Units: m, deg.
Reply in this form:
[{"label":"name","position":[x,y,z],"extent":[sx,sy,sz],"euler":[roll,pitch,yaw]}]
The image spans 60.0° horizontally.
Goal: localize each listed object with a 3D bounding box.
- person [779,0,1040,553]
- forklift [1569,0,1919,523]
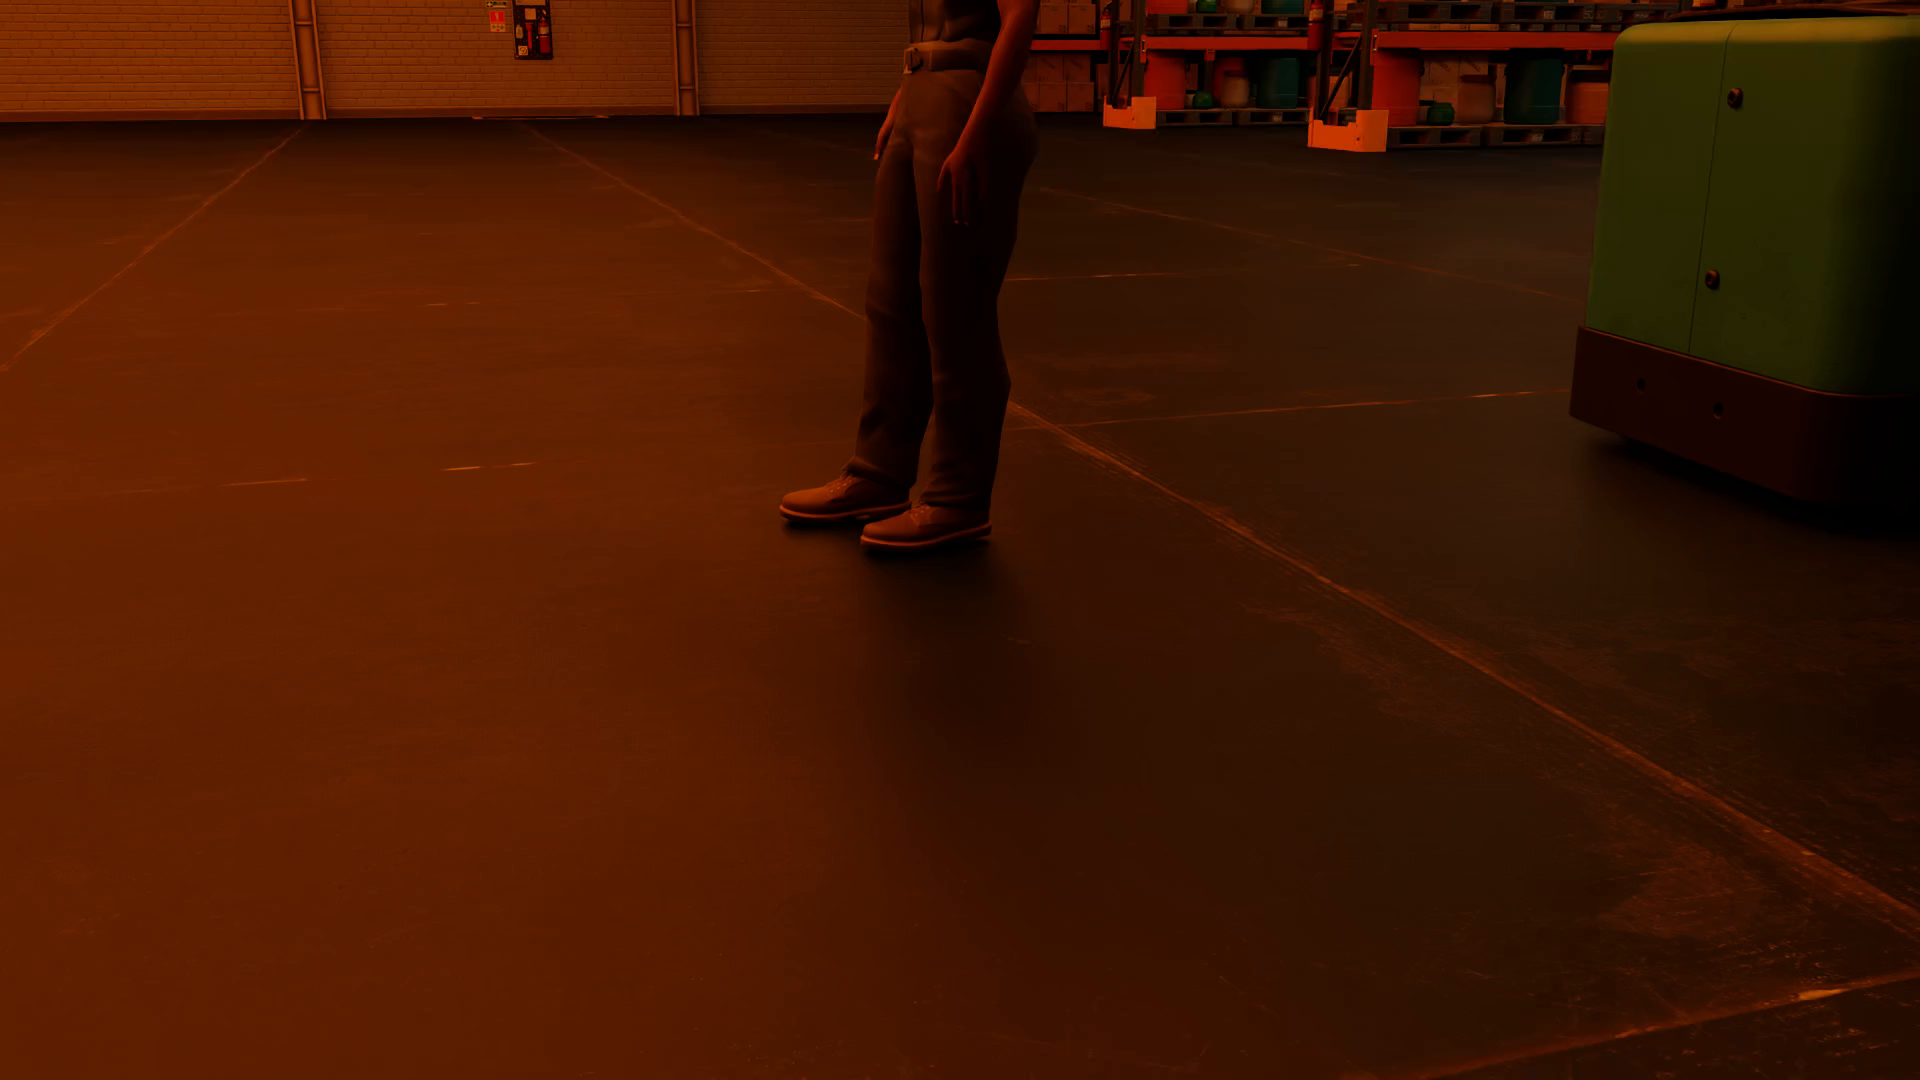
[{"label":"person","position":[-0.090,-0.787,3.328],"extent":[0.503,1.631,0.569],"euler":[-5,17,-17]},{"label":"forklift","position":[3.203,-1.635,3.936],"extent":[3.031,2.935,1.130],"euler":[-3,17,-12]}]
